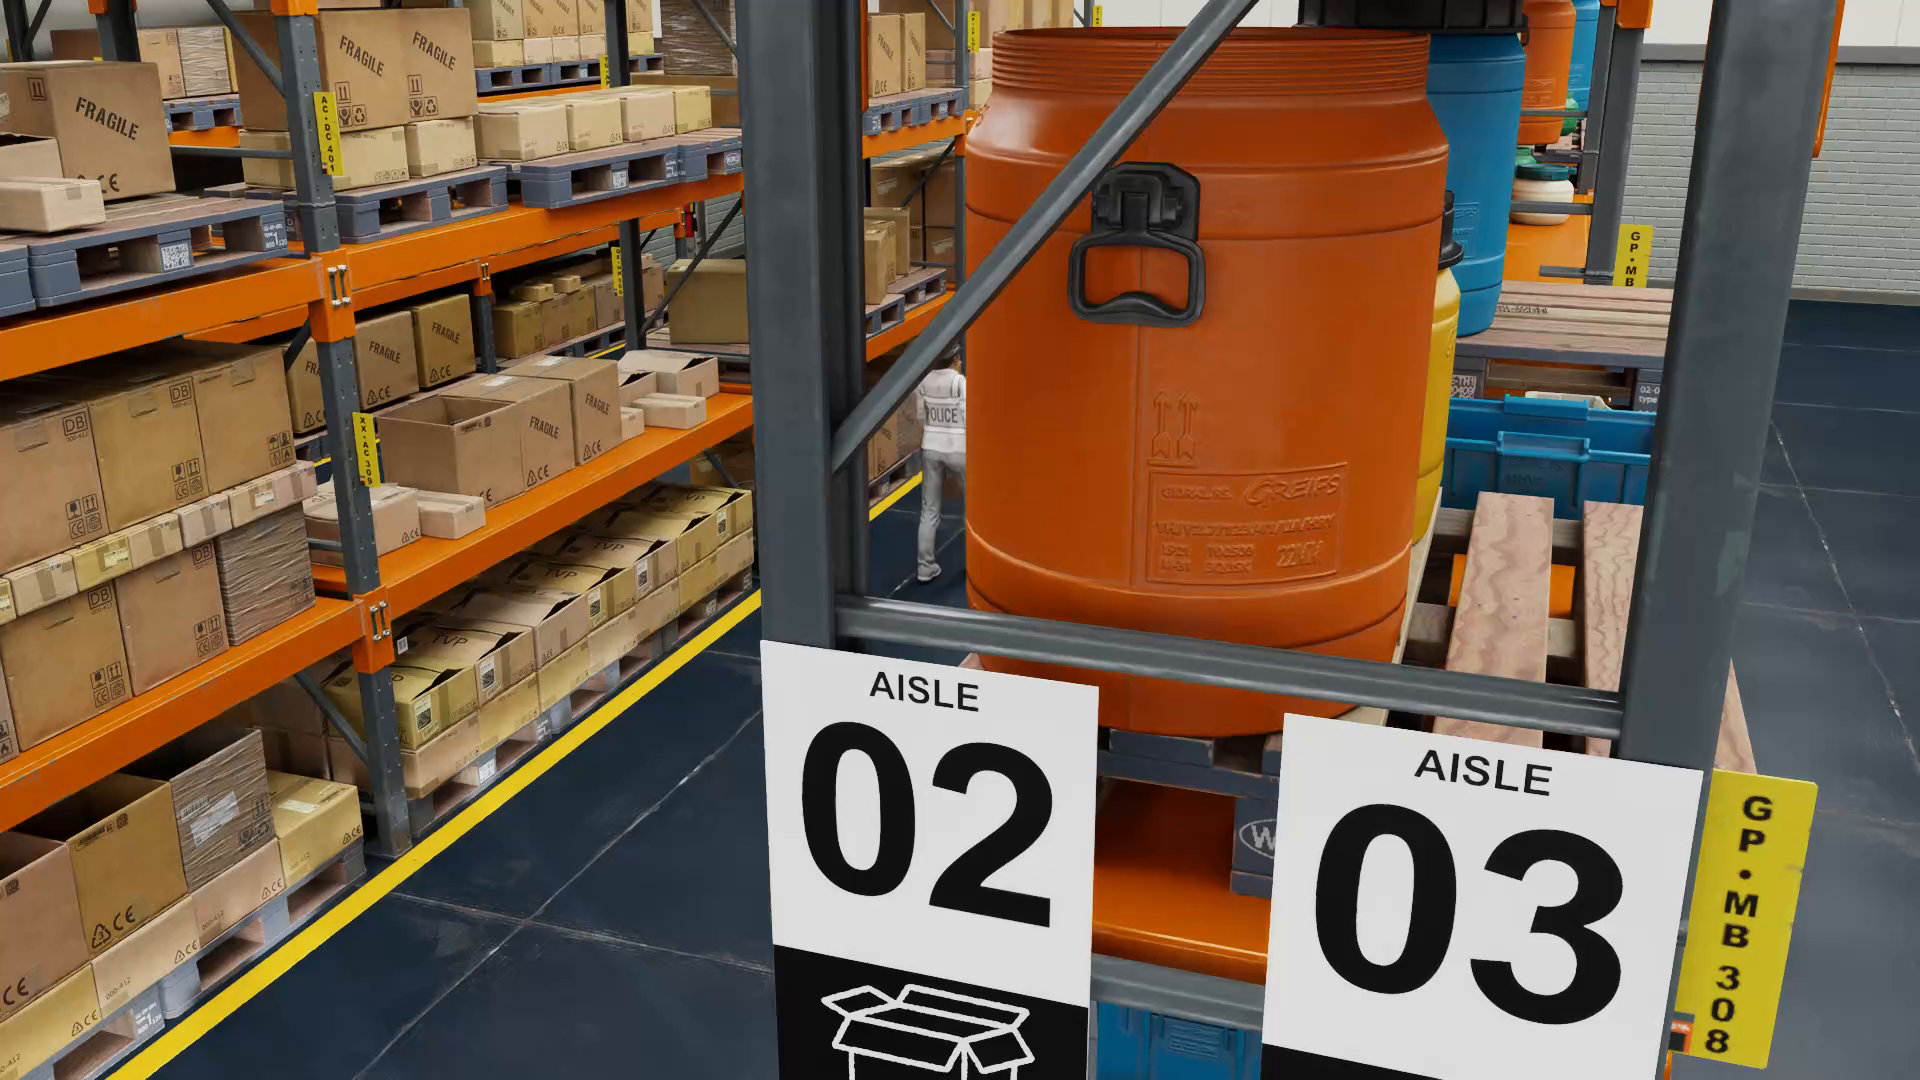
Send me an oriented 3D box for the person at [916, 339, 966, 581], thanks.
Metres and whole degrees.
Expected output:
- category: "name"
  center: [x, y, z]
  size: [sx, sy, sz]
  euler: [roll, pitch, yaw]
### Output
- category: "person"
  center: [-0.058, -0.609, 11.301]
  size: [0.512, 1.661, 0.834]
  euler: [8, 21, 23]
